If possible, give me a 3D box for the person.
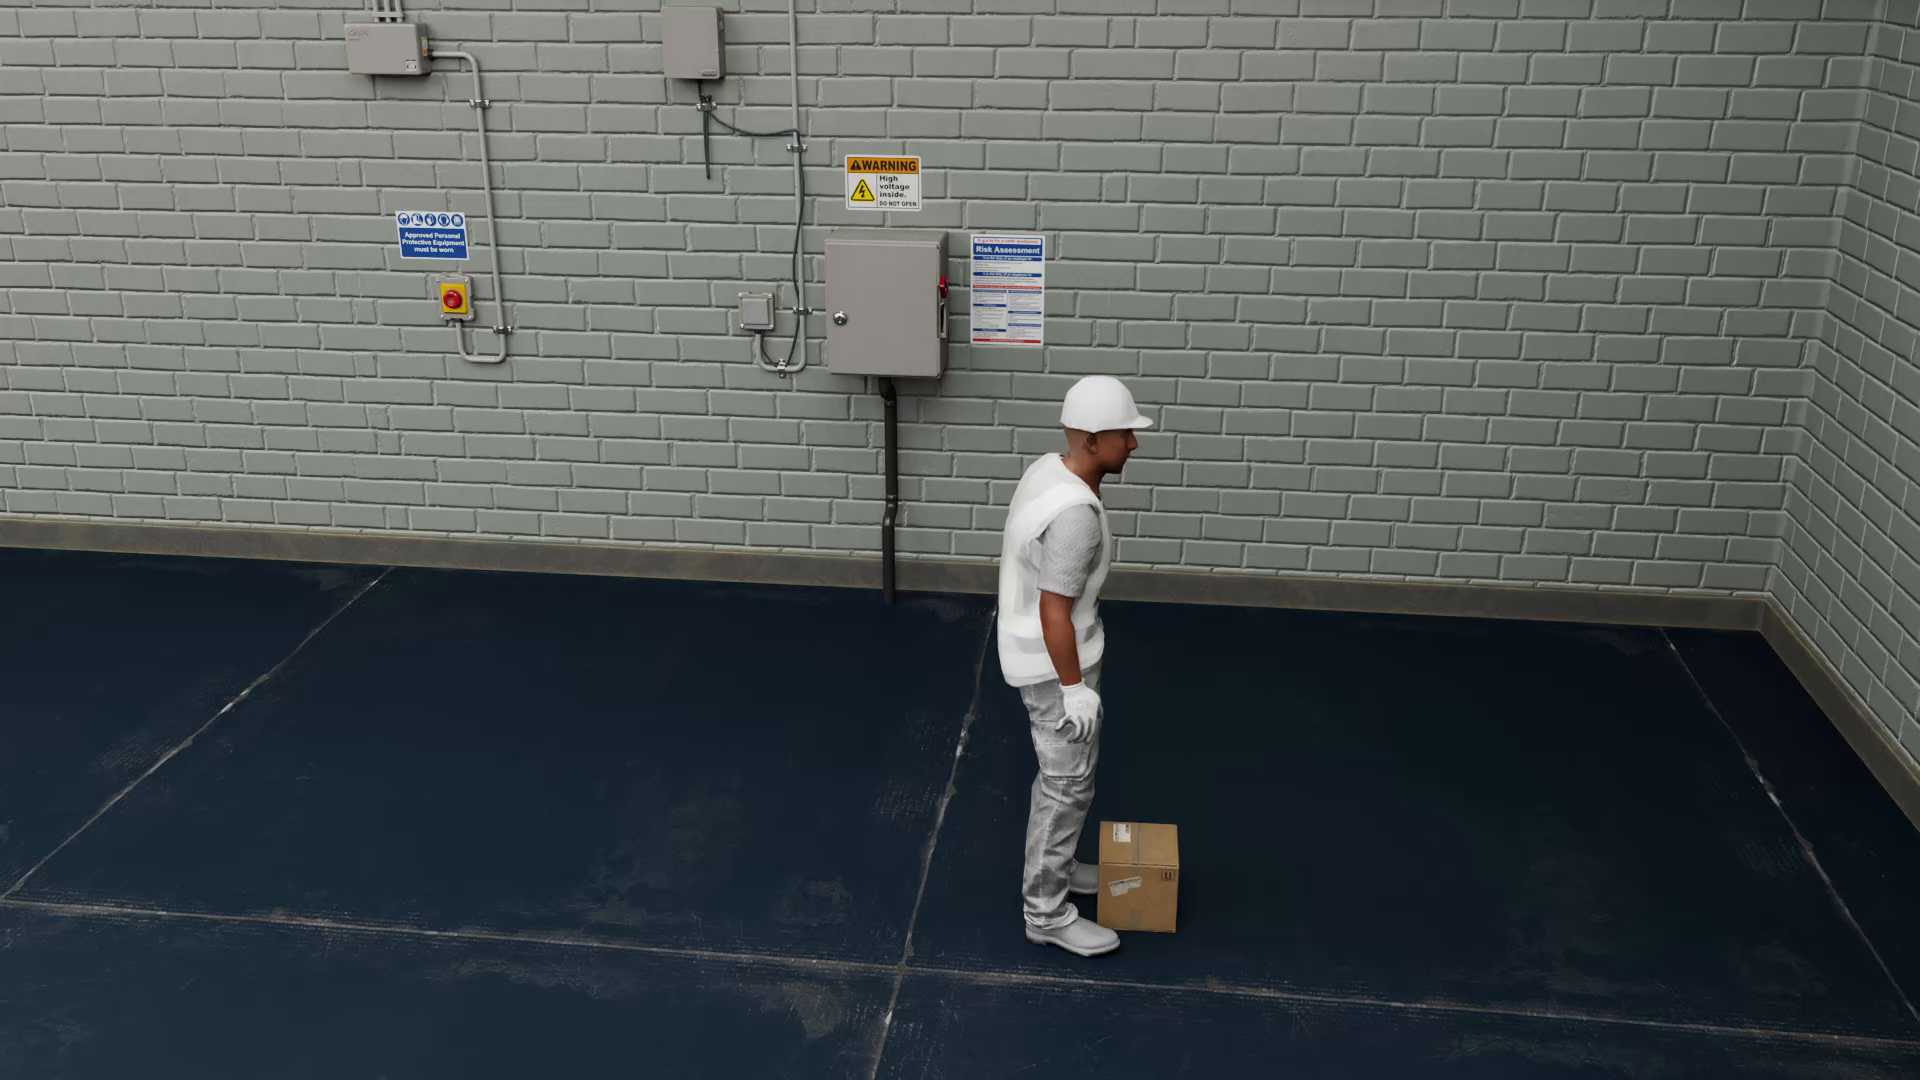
[{"bbox_3d":[0.339,0.367,5.111,0.450,1.773,0.621,1,21,3],"label":"person"}]
